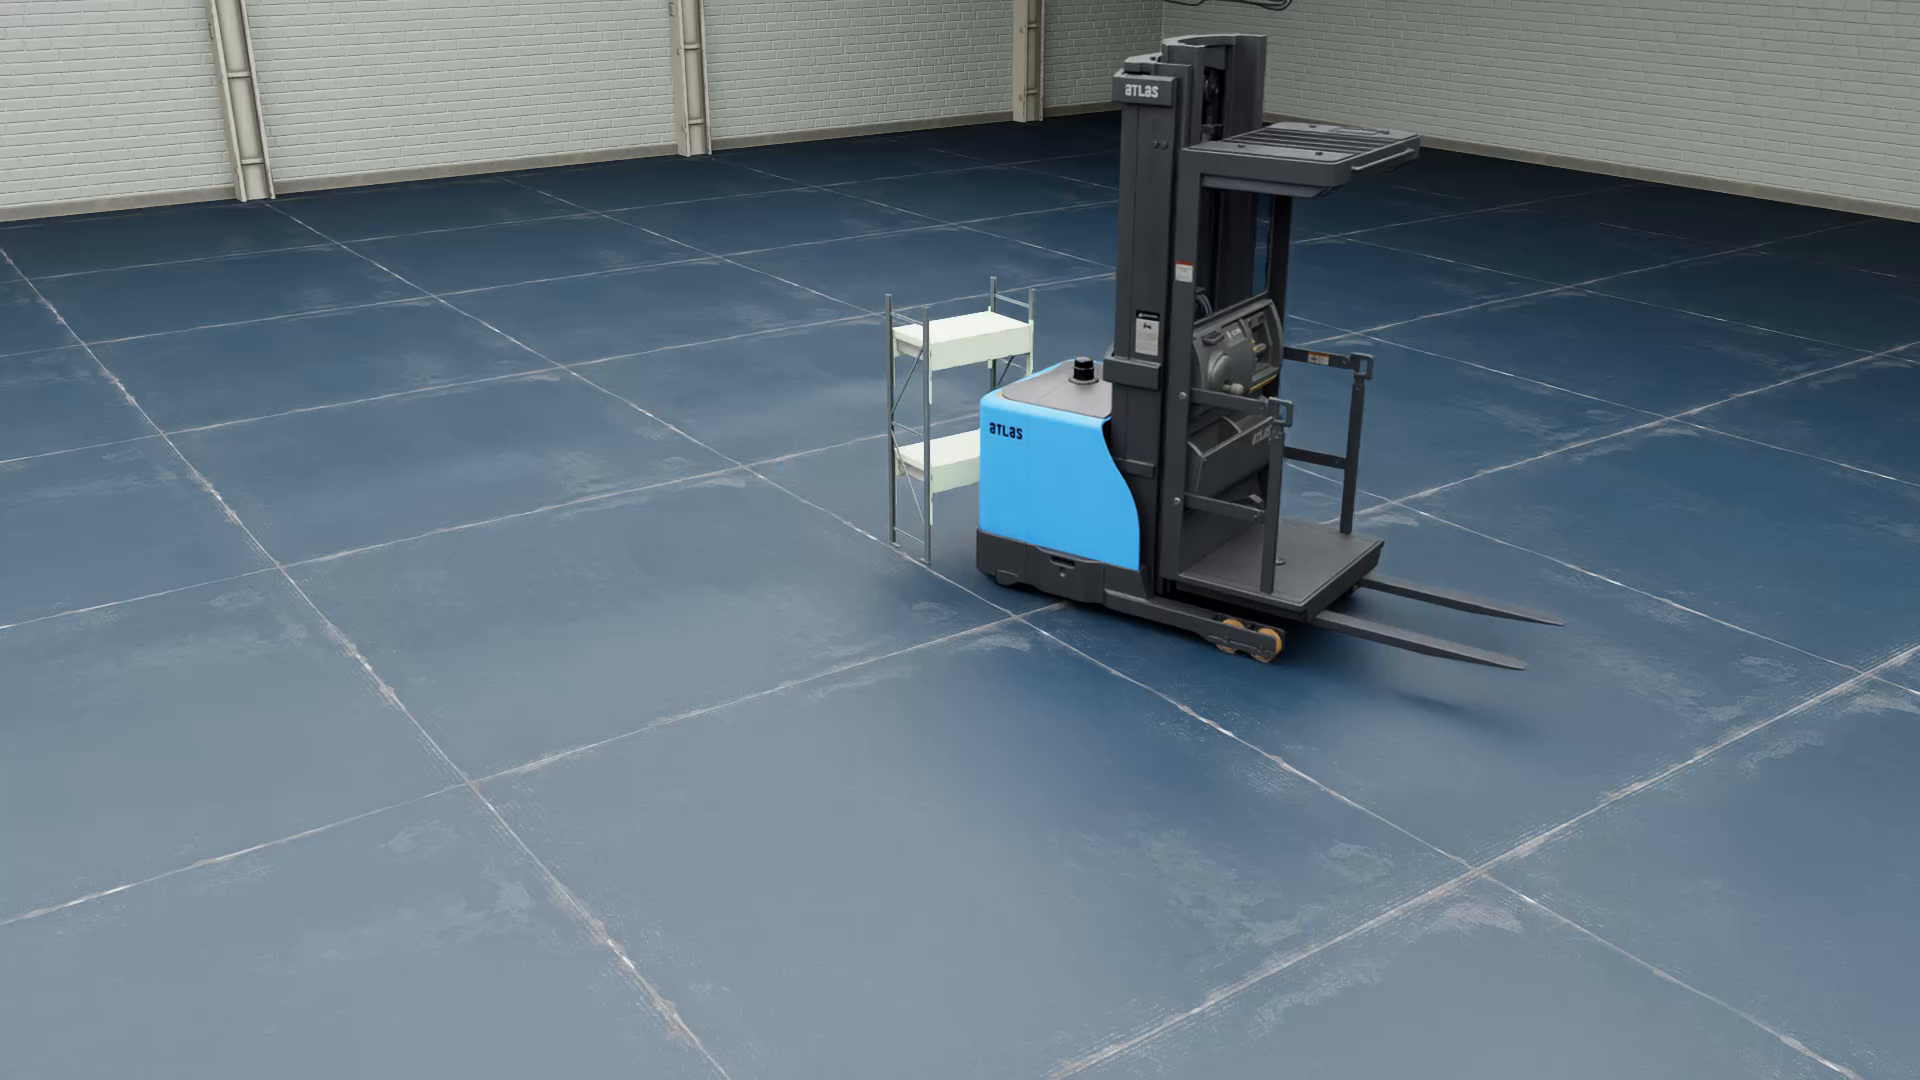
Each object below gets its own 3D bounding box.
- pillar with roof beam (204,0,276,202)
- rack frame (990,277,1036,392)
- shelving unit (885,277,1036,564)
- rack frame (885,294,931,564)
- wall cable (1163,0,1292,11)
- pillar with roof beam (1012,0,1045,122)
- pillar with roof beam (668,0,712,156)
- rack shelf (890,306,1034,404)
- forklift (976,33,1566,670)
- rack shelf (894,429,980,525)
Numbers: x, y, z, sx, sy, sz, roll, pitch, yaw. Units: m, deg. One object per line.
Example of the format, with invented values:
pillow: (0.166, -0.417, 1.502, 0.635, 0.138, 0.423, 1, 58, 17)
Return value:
pillar with roof beam: (-6.134, -7.083, 15.505, 0.400, 9.000, 9.100, -15, 26, -33)
rack frame: (0.303, -0.777, 9.821, 0.023, 1.500, 0.400, -15, 26, -33)
shelving unit: (0.005, -0.698, 9.622, 0.755, 1.500, 0.431, -15, 26, -33)
rack frame: (-0.292, -0.619, 9.424, 0.023, 1.500, 0.400, -15, 26, -33)
wall cable: (4.256, -9.773, 26.436, 0.112, 2.526, 3.097, -15, 26, -33)
pillar with roof beam: (3.607, -9.681, 22.014, 0.400, 9.000, 9.100, -15, 26, -33)
pillar with roof beam: (-1.264, -8.382, 18.760, 0.400, 9.000, 9.100, -15, 26, -33)
rack shelf: (0.005, -1.061, 9.477, 0.720, 0.370, 0.431, -15, 26, -33)
forklift: (1.590, -0.972, 8.378, 3.031, 2.935, 1.130, 15, 26, 32)
rack shelf: (0.005, -0.395, 9.743, 0.720, 0.370, 0.431, -15, 26, -33)
